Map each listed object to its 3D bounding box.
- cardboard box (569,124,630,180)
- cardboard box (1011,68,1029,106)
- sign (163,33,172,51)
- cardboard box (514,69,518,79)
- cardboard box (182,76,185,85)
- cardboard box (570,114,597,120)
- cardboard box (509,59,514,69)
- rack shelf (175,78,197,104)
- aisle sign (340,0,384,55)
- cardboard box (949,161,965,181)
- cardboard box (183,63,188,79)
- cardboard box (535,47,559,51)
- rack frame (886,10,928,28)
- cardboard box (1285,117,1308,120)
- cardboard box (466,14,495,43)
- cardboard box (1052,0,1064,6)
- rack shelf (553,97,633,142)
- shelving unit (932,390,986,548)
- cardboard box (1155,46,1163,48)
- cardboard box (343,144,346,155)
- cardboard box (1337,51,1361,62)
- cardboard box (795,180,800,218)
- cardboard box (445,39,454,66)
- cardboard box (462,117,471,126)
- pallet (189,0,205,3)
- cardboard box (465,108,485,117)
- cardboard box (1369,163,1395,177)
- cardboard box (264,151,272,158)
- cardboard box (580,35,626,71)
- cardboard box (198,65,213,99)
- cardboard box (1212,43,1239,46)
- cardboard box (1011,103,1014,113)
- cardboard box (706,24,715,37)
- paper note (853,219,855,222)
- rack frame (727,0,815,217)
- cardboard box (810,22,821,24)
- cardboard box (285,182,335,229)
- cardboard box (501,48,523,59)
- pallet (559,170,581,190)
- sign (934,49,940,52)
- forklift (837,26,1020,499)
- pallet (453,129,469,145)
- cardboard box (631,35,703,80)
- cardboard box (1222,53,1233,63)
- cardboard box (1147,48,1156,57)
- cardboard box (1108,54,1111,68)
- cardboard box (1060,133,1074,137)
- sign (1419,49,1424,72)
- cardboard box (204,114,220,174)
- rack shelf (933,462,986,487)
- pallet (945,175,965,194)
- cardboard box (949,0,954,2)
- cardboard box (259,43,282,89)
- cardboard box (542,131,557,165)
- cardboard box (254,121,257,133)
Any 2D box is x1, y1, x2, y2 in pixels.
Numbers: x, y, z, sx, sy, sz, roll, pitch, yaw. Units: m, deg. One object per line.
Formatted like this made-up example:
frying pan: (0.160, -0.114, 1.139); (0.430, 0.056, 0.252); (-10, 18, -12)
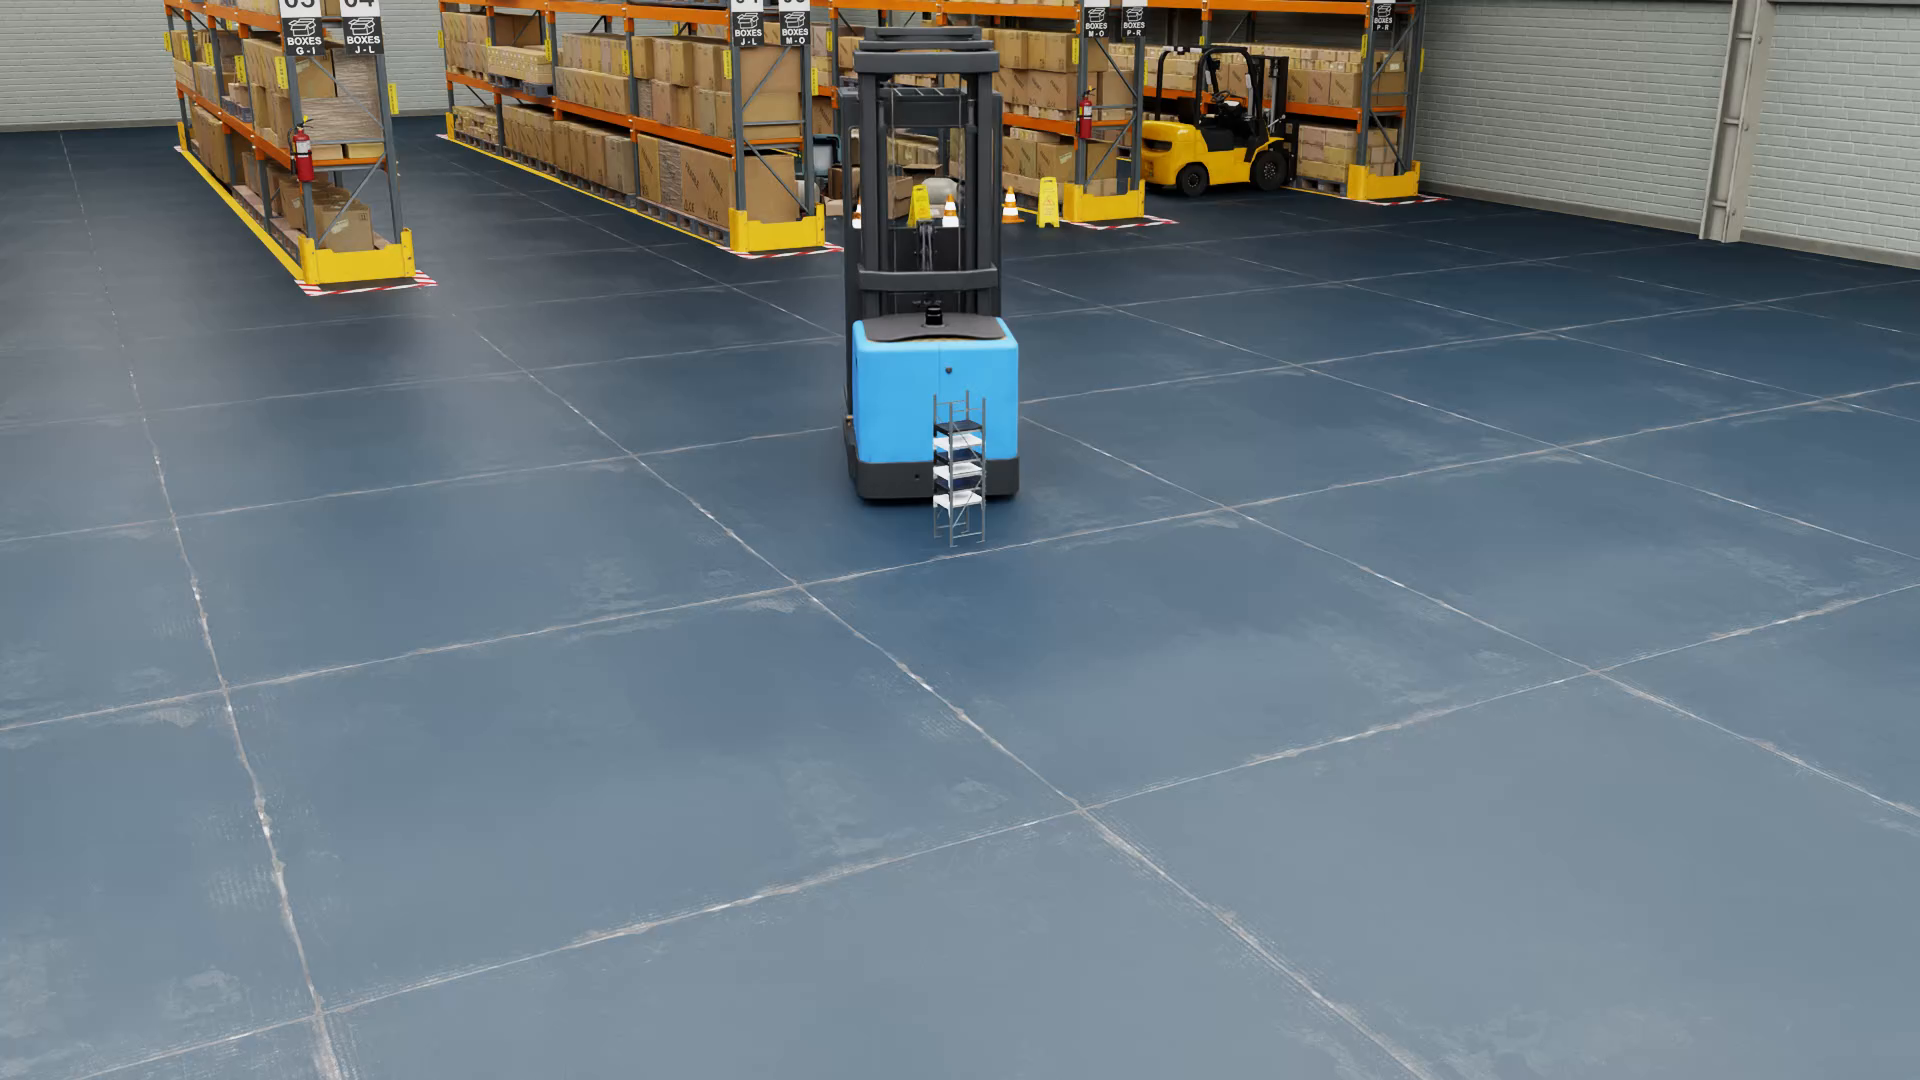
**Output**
cardboard box: (-5.448, -6.066, 25.917); (1.050, 0.750, 0.750); (-10, 21, -26)
cardboard box: (1.063, -6.459, 23.642); (0.500, 0.500, 0.500); (-10, 21, -27)
sign: (-14.779, -9.290, 31.006); (0.100, 0.325, 0.005); (-10, 21, -27)
cardboard box: (-7.319, -7.889, 28.138); (0.380, 0.149, 0.250); (-9, 21, -25)
cardboard box: (-13.678, -8.214, 29.723); (0.380, 0.149, 0.250); (-11, 22, -28)
cardboard box: (-6.190, -6.977, 27.791); (0.500, 0.250, 0.500); (-11, 22, -29)
cardboard box: (-7.448, -8.106, 28.309); (0.380, 0.149, 0.250); (-10, 22, -28)
rack shelf: (-13.338, -8.013, 29.858); (1.077, 0.370, 4.000); (-10, 21, -27)
aisle sign: (-6.397, -5.592, 17.753); (0.394, 0.787, 0.004); (-10, 21, -27)
cardboard box: (0.175, -5.705, 25.638); (0.500, 0.250, 0.500); (-11, 22, -29)
cardboard box: (-13.319, -8.230, 29.156); (0.500, 0.250, 0.500); (-10, 21, -26)
cardboard box: (-7.239, -8.568, 29.191); (0.380, 0.149, 0.250); (-10, 21, -27)
rack frame: (-1.200, -11.232, 38.084); (1.000, 3.000, 0.127); (-10, 21, -27)
cardboard box: (5.385, -6.757, 27.154); (0.500, 0.250, 0.500); (-10, 21, -26)
cardboard box: (-8.917, -9.569, 31.121); (0.500, 0.500, 0.500); (-9, 21, -25)
cardboard box: (1.469, -7.294, 22.458); (0.380, 0.149, 0.250); (-10, 21, -26)
rack shelf: (-5.126, -6.456, 25.345); (1.077, 0.370, 4.000); (-10, 21, -27)
shelving unit: (-0.004, -0.428, 9.991); (0.258, 0.900, 0.210); (-10, 21, -27)
cardboard box: (3.678, -8.790, 29.859); (0.380, 0.149, 0.250); (-9, 21, -25)
cardboard box: (-6.717, -4.409, 18.696); (0.380, 0.149, 0.250); (-10, 21, -27)
cardboard box: (5.898, -7.270, 24.998); (0.380, 0.149, 0.250); (-10, 21, -27)
cardboard box: (-2.536, -4.755, 23.141); (0.500, 0.500, 0.500); (-6, 20, -17)
cardboard box: (-9.905, -9.683, 32.985); (0.500, 0.500, 0.500); (-9, 21, -24)
cardboard box: (-9.551, -8.234, 32.665); (0.380, 0.149, 0.250); (-9, 21, -25)
pallet: (-10.841, -8.136, 24.803); (1.213, 0.211, 1.003); (-9, 21, -24)
cardboard box: (-9.491, -8.385, 32.647); (0.380, 0.149, 0.250); (-11, 22, -29)
cardboard box: (6.337, -5.709, 25.650); (0.500, 0.250, 0.500); (-10, 21, -26)
cardboard box: (-9.883, -5.673, 23.982); (0.500, 0.250, 0.500); (-7, 20, -21)
cardboard box: (-5.384, -7.468, 25.488); (0.700, 0.500, 0.500); (-10, 22, -27)
cardboard box: (-11.913, -7.368, 26.731); (0.500, 0.500, 0.500); (-11, 22, -28)
cardboard box: (4.389, -8.145, 27.532); (0.380, 0.149, 0.250); (-10, 21, -26)
cardboard box: (0.957, -6.267, 24.079); (0.380, 0.149, 0.250); (-10, 21, -27)
cardboard box: (-4.849, -10.364, 33.881); (0.500, 0.500, 0.500); (-10, 21, -26)
paper note: (-1.508, -4.370, 22.753); (0.144, 0.017, 0.142); (-3, 19, -8)
rack frame: (-2.277, -5.074, 20.236); (1.000, 3.000, 0.127); (-10, 21, -27)
cardboard box: (-2.758, -9.449, 31.229); (0.500, 0.500, 0.500); (-9, 21, -25)
cardboard box: (-8.156, -4.215, 20.937); (0.500, 0.500, 0.500); (-3, 19, -9)
cardboard box: (-7.697, -8.397, 28.696); (0.380, 0.149, 0.250); (-10, 21, -27)
pallet: (-5.768, -5.814, 26.657); (1.003, 0.211, 1.213); (-10, 21, -27)
sign: (-0.355, -7.478, 25.429); (0.100, 0.325, 0.005); (-10, 21, -27)
forklift: (-0.282, -2.085, 11.682); (1.130, 2.935, 3.031); (-2, 19, -6)
pallet: (-9.484, -8.088, 33.247); (1.003, 0.211, 1.213); (-10, 21, -27)
cardboard box: (-4.031, -6.692, 23.041); (0.875, 0.550, 0.550); (-10, 21, -27)
cardboard box: (4.543, -7.935, 27.381); (0.380, 0.149, 0.250); (-9, 21, -25)
cardboard box: (3.508, -8.567, 29.213); (0.380, 0.149, 0.250); (-10, 21, -26)
cardboard box: (2.832, -8.792, 30.476); (0.500, 0.250, 0.500); (-9, 21, -25)
cardboard box: (1.397, -5.698, 24.469); (0.500, 0.500, 0.500); (-10, 21, -26)
sign: (6.889, -7.170, 24.864); (0.100, 0.325, 0.005); (-10, 21, -27)
cardboard box: (-11.215, -6.283, 26.356); (1.225, 0.875, 0.875); (-10, 21, -26)
rack shelf: (-0.004, -0.396, 10.002); (0.258, 0.077, 0.200); (-10, 21, -27)
pallet: (0.482, -5.512, 25.782); (1.003, 0.211, 1.213); (-10, 21, -27)
cardboard box: (0.064, -8.188, 25.048); (0.380, 0.149, 0.250); (-10, 22, -27)
cardboard box: (-7.877, -5.546, 19.463); (0.500, 0.500, 0.500); (-10, 21, -27)
cardboard box: (-6.618, -6.535, 27.661); (0.500, 0.500, 0.500); (-10, 21, -27)
cardboard box: (-8.752, -5.256, 21.149); (0.380, 0.149, 0.250); (-10, 21, -27)
